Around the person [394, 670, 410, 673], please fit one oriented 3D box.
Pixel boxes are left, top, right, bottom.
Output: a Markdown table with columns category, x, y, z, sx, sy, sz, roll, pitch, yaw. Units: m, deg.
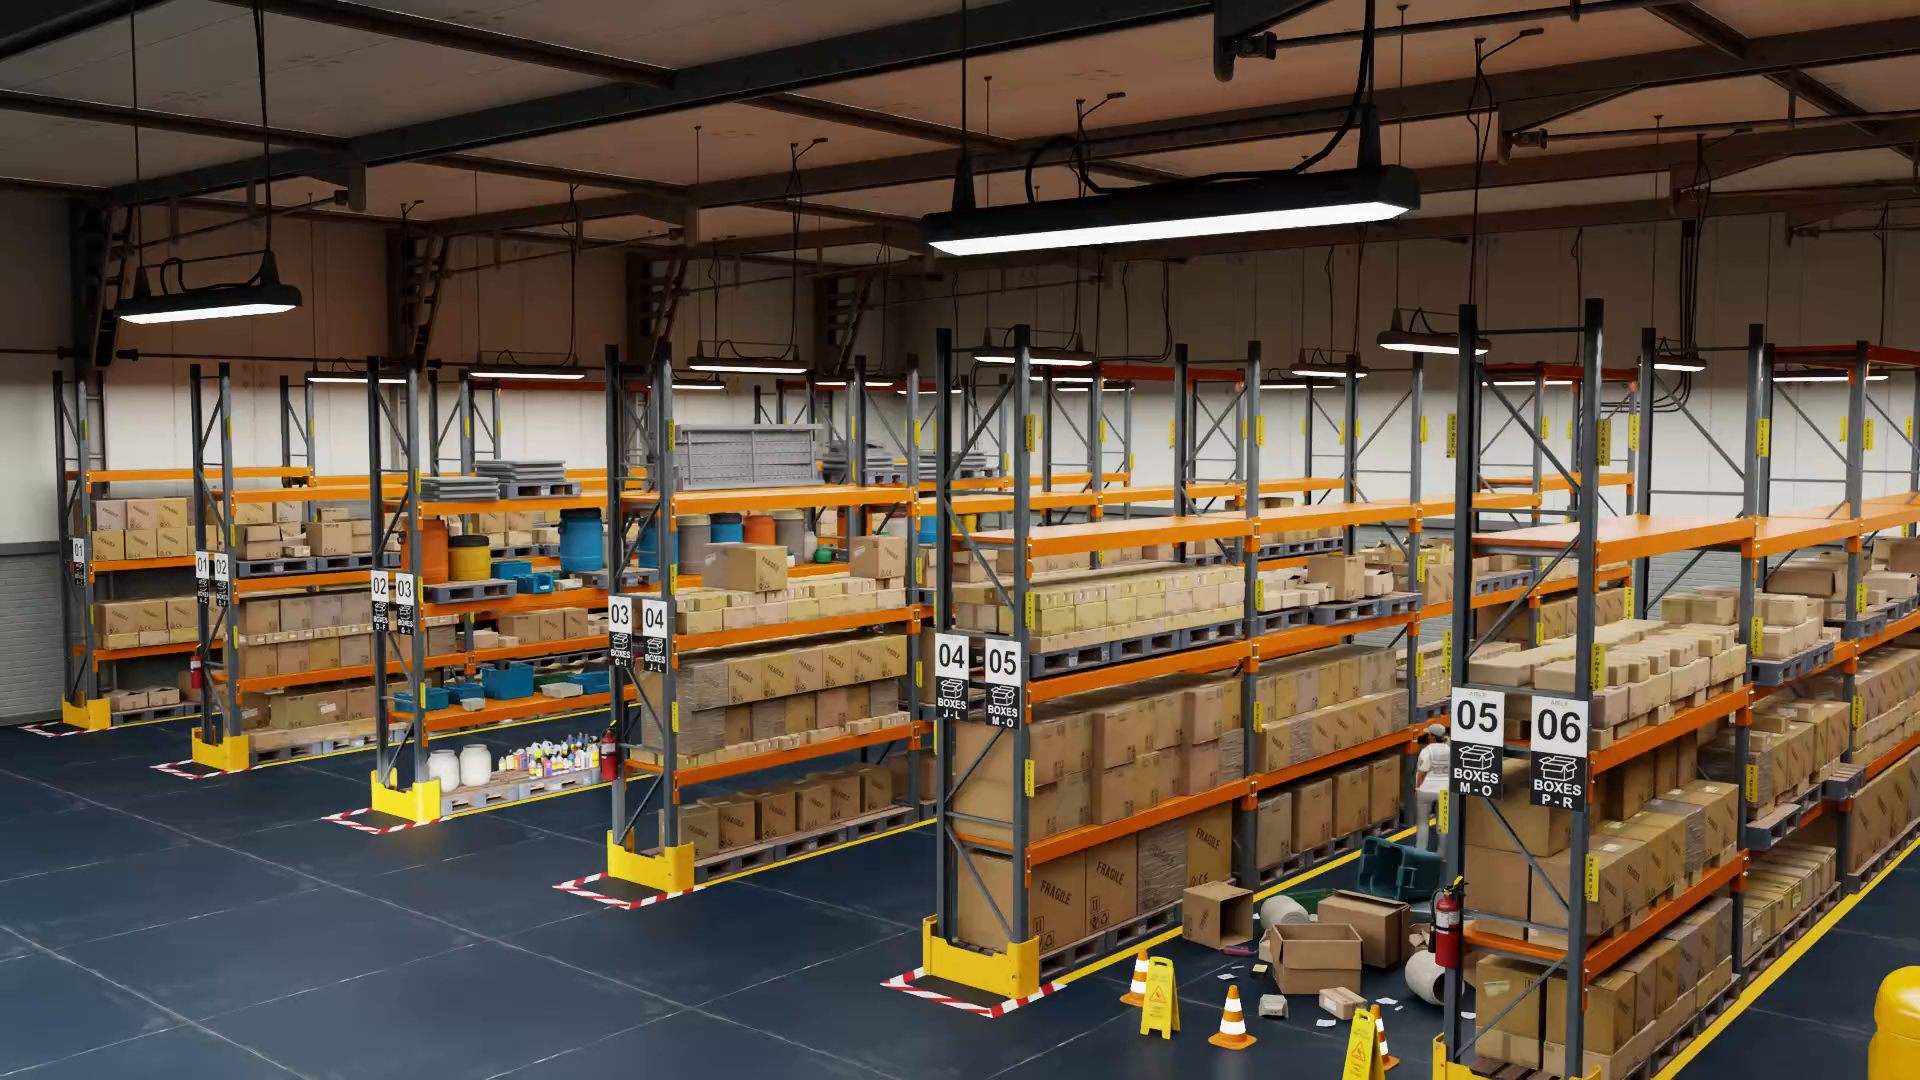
| category | x | y | z | sx | sy | sz | roll | pitch | yaw |
| --- | --- | --- | --- | --- | --- | --- | --- | --- | --- |
| person | -10.046 | 2.114 | 29.961 | 0.624 | 1.795 | 0.511 | -3 | 5 | -36 |

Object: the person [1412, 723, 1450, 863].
| category | x | y | z | sx | sy | sz | roll | pitch | yaw |
| --- | --- | --- | --- | --- | --- | --- | --- | --- | --- |
| person | 5.520 | 2.948 | 19.365 | 0.507 | 1.660 | 0.555 | 0 | 4 | 3 |
